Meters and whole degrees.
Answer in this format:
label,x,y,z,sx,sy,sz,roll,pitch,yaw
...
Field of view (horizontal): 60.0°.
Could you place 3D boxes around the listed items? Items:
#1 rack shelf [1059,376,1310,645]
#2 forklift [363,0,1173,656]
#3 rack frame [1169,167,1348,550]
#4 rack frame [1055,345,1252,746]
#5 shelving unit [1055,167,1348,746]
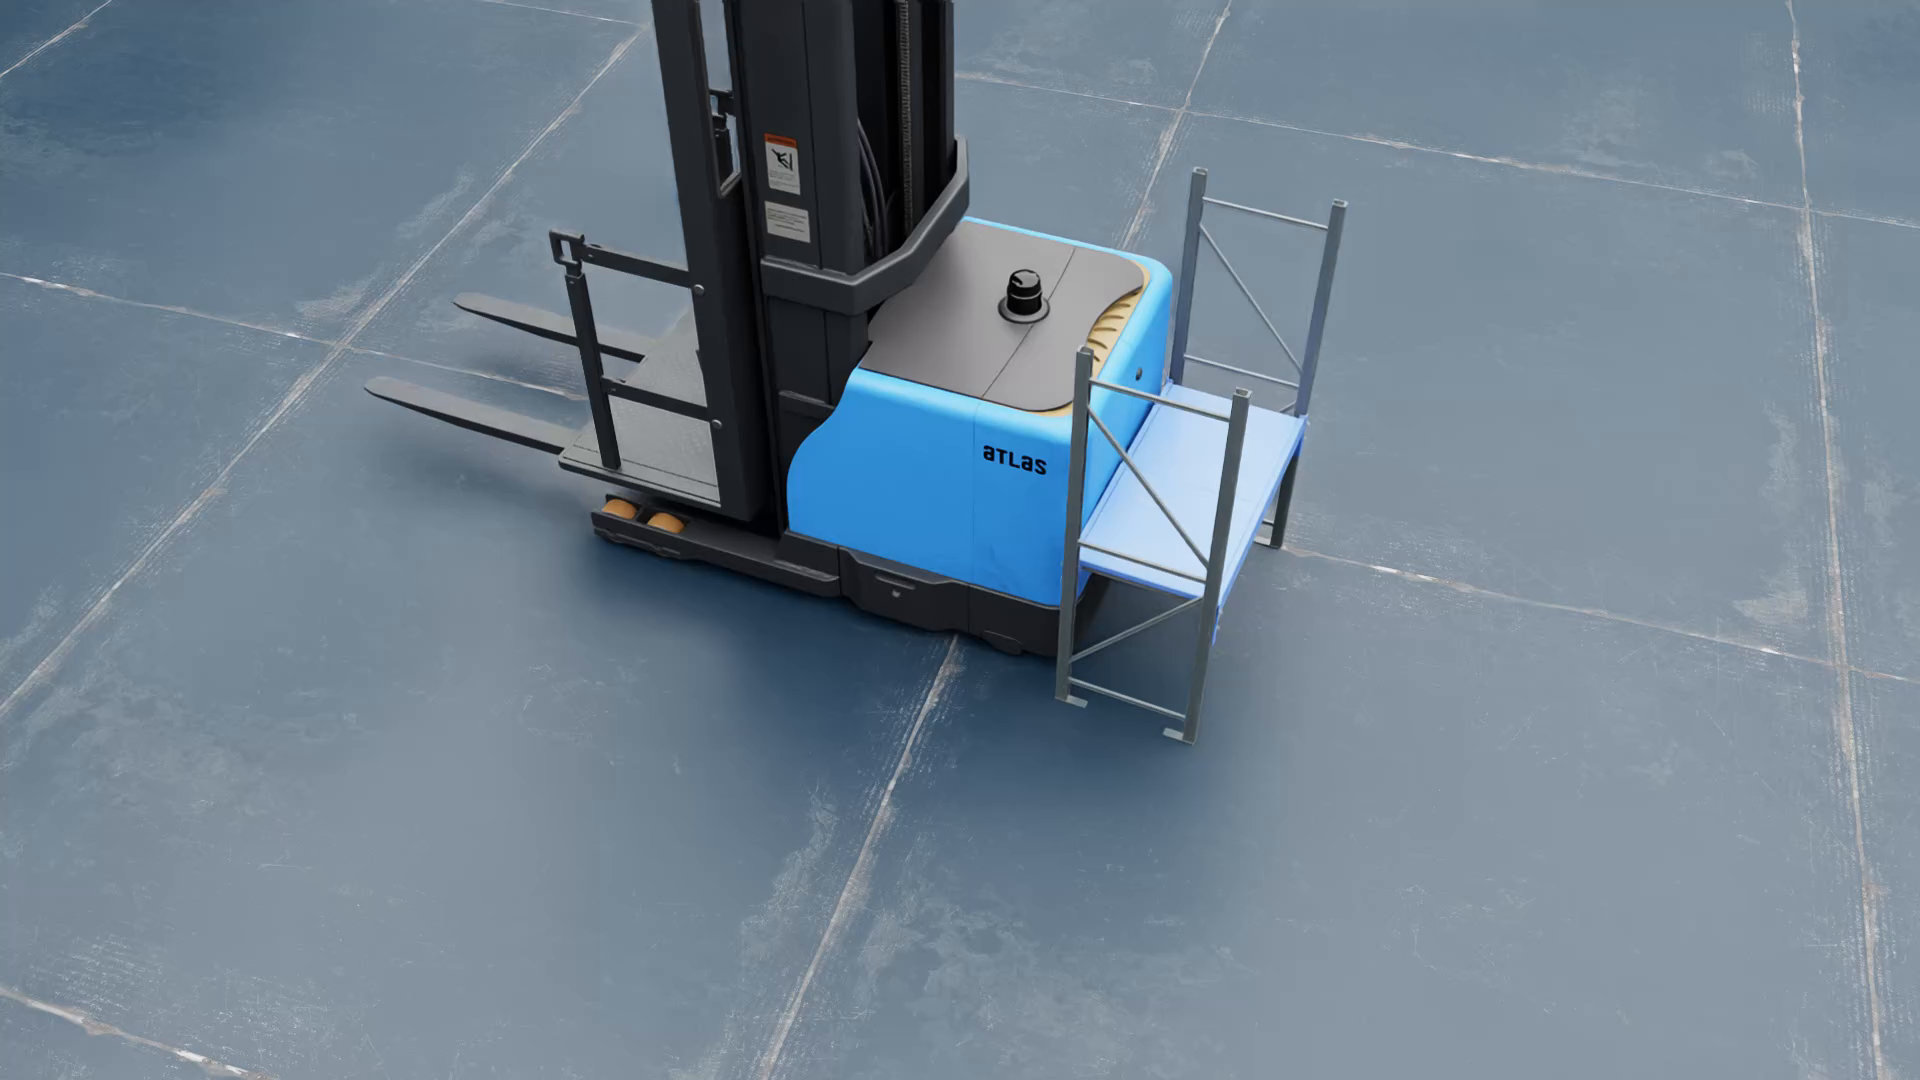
label,x,y,z,sx,sy,sz,roll,pitch,yaw
rack shelf,0.767,-0.126,5.564,0.538,0.185,1.000,17,47,17
forklift,-0.825,-1.309,5.492,3.031,2.935,1.130,16,47,16
rack frame,0.975,-0.579,5.769,0.500,1.500,0.032,17,47,17
rack frame,0.559,0.070,5.106,0.500,1.500,0.032,17,47,17
shelving unit,0.767,-0.254,5.438,0.538,1.500,1.048,17,47,17
